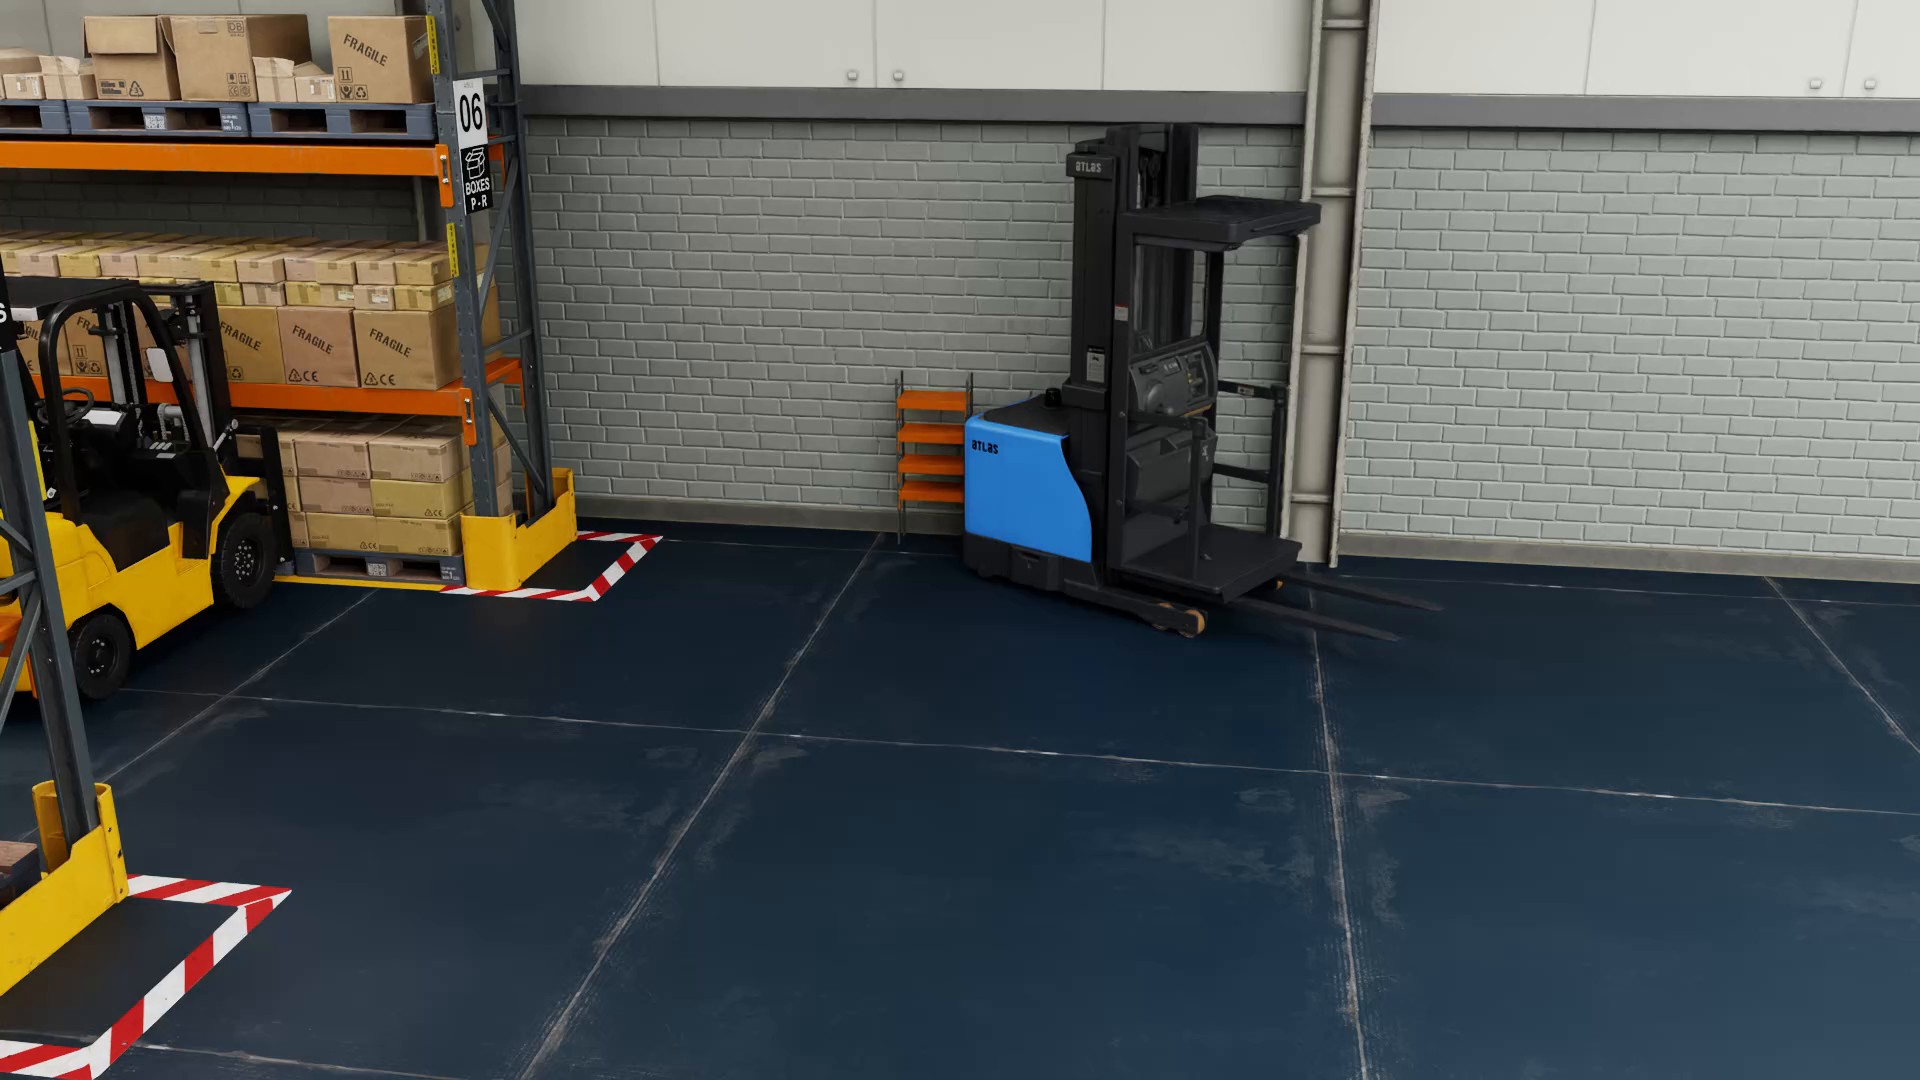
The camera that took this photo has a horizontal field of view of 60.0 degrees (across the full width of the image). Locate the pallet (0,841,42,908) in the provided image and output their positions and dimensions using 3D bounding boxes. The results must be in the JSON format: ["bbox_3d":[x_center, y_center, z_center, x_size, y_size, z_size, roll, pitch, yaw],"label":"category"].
[{"bbox_3d":[-4.656,1.543,6.860,1.213,0.211,1.003,3,19,9],"label":"pallet"}]

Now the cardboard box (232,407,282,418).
[{"bbox_3d":[-4.936,-0.812,11.600,0.500,0.250,0.500,3,19,8],"label":"cardboard box"}]

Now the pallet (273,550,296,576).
[{"bbox_3d":[-4.964,-0.044,11.602,1.213,0.211,1.003,3,19,9],"label":"pallet"}]

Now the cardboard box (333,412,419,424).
[{"bbox_3d":[-3.940,-0.756,11.431,0.500,0.250,0.500,3,19,9],"label":"cardboard box"}]

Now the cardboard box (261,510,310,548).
[{"bbox_3d":[-4.497,-0.155,11.210,0.500,0.250,0.500,3,19,9],"label":"cardboard box"}]

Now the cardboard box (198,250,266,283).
[{"bbox_3d":[-4.664,-1.760,10.687,0.250,0.149,0.380,3,19,10],"label":"cardboard box"}]

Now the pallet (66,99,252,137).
[{"bbox_3d":[-4.903,-2.764,10.748,1.213,0.211,1.003,3,19,9],"label":"pallet"}]

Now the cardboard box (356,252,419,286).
[{"bbox_3d":[-3.637,-1.730,10.597,0.250,0.149,0.380,3,19,9],"label":"cardboard box"}]

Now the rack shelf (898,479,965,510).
[{"bbox_3d":[-0.172,-0.310,11.665,0.480,0.148,0.258,3,20,8],"label":"rack shelf"}]

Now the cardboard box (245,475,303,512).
[{"bbox_3d":[-4.538,-0.386,11.113,0.500,0.250,0.500,2,19,7],"label":"cardboard box"}]

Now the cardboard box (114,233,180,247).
[{"bbox_3d":[-5.573,-2.008,11.428,0.250,0.149,0.380,3,19,8],"label":"cardboard box"}]

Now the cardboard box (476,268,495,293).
[{"bbox_3d":[-3.295,-1.732,11.074,0.250,0.149,0.380,2,19,7],"label":"cardboard box"}]

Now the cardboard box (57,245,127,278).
[{"bbox_3d":[-5.659,-1.823,10.875,0.250,0.149,0.380,3,19,8],"label":"cardboard box"}]

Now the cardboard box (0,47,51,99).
[{"bbox_3d":[-6.168,-2.989,10.603,0.500,0.311,0.500,3,19,10],"label":"cardboard box"}]

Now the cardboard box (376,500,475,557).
[{"bbox_3d":[-3.515,-0.099,11.043,0.500,0.250,0.500,3,19,9],"label":"cardboard box"}]

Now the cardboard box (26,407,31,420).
[{"bbox_3d":[-6.523,-0.727,11.345,0.500,0.250,0.500,3,19,8],"label":"cardboard box"}]

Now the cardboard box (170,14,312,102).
[{"bbox_3d":[-4.472,-3.024,10.410,0.500,0.500,0.700,3,19,9],"label":"cardboard box"}]

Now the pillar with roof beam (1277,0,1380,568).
[{"bbox_3d":[1.696,-2.791,5.962,0.400,9.000,9.100,3,19,9],"label":"pillar with roof beam"}]

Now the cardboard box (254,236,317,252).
[{"bbox_3d":[-4.564,-1.958,11.280,0.250,0.149,0.380,2,19,7],"label":"cardboard box"}]

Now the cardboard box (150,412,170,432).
[{"bbox_3d":[-5.526,-0.677,11.194,0.500,0.250,0.500,4,19,11],"label":"cardboard box"}]

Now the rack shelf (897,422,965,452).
[{"bbox_3d":[-0.174,-0.707,11.519,0.480,0.148,0.258,3,20,8],"label":"rack shelf"}]

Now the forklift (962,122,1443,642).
[{"bbox_3d":[1.484,-0.991,10.146,3.031,2.935,1.130,14,23,36],"label":"forklift"}]

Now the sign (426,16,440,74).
[{"bbox_3d":[-3.101,-2.915,9.789,0.005,0.325,0.100,3,19,9],"label":"sign"}]

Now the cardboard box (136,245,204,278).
[{"bbox_3d":[-5.149,-1.820,10.868,0.250,0.149,0.380,3,19,9],"label":"cardboard box"}]

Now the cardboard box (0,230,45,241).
[{"bbox_3d":[-6.587,-2.055,11.569,0.250,0.149,0.380,3,19,9],"label":"cardboard box"}]

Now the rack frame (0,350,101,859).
[{"bbox_3d":[-3.785,0.276,6.250,0.127,3.000,1.000,3,19,9],"label":"rack frame"}]

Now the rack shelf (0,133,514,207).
[{"bbox_3d":[-4.976,-2.461,10.838,4.000,0.370,1.077,3,19,9],"label":"rack shelf"}]

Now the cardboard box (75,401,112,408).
[{"bbox_3d":[-5.931,-0.865,11.756,0.500,0.250,0.500,3,19,8],"label":"cardboard box"}]

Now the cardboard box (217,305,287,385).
[{"bbox_3d":[-4.545,-1.324,10.874,0.500,0.500,0.500,3,19,8],"label":"cardboard box"}]

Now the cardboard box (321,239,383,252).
[{"bbox_3d":[-4.057,-1.909,11.132,0.250,0.149,0.380,3,19,9],"label":"cardboard box"}]

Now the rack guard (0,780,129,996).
[{"bbox_3d":[-3.860,1.458,6.658,0.348,0.500,1.175,3,19,9],"label":"rack guard"}]

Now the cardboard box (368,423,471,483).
[{"bbox_3d":[-3.505,-0.574,10.887,0.500,0.250,0.500,4,19,10],"label":"cardboard box"}]

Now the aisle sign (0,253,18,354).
[{"bbox_3d":[-3.674,-1.051,6.119,0.004,0.787,0.394,3,19,9],"label":"aisle sign"}]

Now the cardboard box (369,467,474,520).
[{"bbox_3d":[-3.531,-0.338,10.969,0.500,0.250,0.500,3,19,8],"label":"cardboard box"}]

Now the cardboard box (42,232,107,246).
[{"bbox_3d":[-6.083,-2.020,11.465,0.250,0.149,0.380,3,19,8],"label":"cardboard box"}]

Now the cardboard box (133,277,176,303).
[{"bbox_3d":[-5.154,-1.653,10.836,0.250,0.149,0.380,3,19,8],"label":"cardboard box"}]

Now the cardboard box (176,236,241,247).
[{"bbox_3d":[-5.083,-1.958,11.279,0.250,0.149,0.380,3,19,10],"label":"cardboard box"}]

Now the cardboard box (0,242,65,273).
[{"bbox_3d":[-6.157,-1.873,11.024,0.250,0.149,0.380,3,19,8],"label":"cardboard box"}]

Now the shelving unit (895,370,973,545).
[{"bbox_3d":[-0.173,-0.560,11.573,0.503,1.200,0.258,3,20,8],"label":"shelving unit"}]

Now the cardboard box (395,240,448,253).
[{"bbox_3d":[-3.551,-1.892,11.082,0.250,0.149,0.380,4,19,11],"label":"cardboard box"}]

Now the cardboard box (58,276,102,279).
[{"bbox_3d":[-5.669,-1.671,10.889,0.250,0.149,0.380,3,19,8],"label":"cardboard box"}]

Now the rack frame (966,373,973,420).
[{"bbox_3d":[0.068,-0.548,11.538,0.015,1.200,0.240,3,20,8],"label":"rack frame"}]

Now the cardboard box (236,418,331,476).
[{"bbox_3d":[-4.510,-0.620,11.025,0.500,0.250,0.500,3,19,9],"label":"cardboard box"}]

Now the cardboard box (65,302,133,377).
[{"bbox_3d":[-5.537,-1.378,11.035,0.500,0.500,0.500,3,19,8],"label":"cardboard box"}]

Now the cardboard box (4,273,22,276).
[{"bbox_3d":[-6.160,-1.720,11.037,0.250,0.149,0.380,3,19,9],"label":"cardboard box"}]

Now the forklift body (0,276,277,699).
[{"bbox_3d":[-5.163,-0.400,9.610,1.214,2.155,2.313,3,19,9],"label":"forklift body"}]

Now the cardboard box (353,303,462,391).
[{"bbox_3d":[-3.529,-1.269,10.711,0.500,0.500,0.500,3,19,7],"label":"cardboard box"}]

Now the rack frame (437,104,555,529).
[{"bbox_3d":[-3.001,-1.279,10.899,0.127,3.000,1.000,3,19,9],"label":"rack frame"}]

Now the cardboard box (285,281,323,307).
[{"bbox_3d":[-4.134,-1.616,10.724,0.250,0.149,0.380,3,19,8],"label":"cardboard box"}]

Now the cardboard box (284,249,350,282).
[{"bbox_3d":[-4.133,-1.770,10.718,0.250,0.149,0.380,3,19,9],"label":"cardboard box"}]

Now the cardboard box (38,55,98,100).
[{"bbox_3d":[-5.533,-2.916,10.455,0.258,0.266,0.396,2,19,7],"label":"cardboard box"}]

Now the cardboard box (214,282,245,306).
[{"bbox_3d":[-4.658,-1.621,10.740,0.250,0.149,0.380,3,19,9],"label":"cardboard box"}]

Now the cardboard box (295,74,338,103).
[{"bbox_3d":[-3.867,-2.776,10.220,0.250,0.149,0.380,2,19,7],"label":"cardboard box"}]

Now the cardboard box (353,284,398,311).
[{"bbox_3d":[-3.645,-1.567,10.580,0.250,0.149,0.380,3,19,10],"label":"cardboard box"}]
